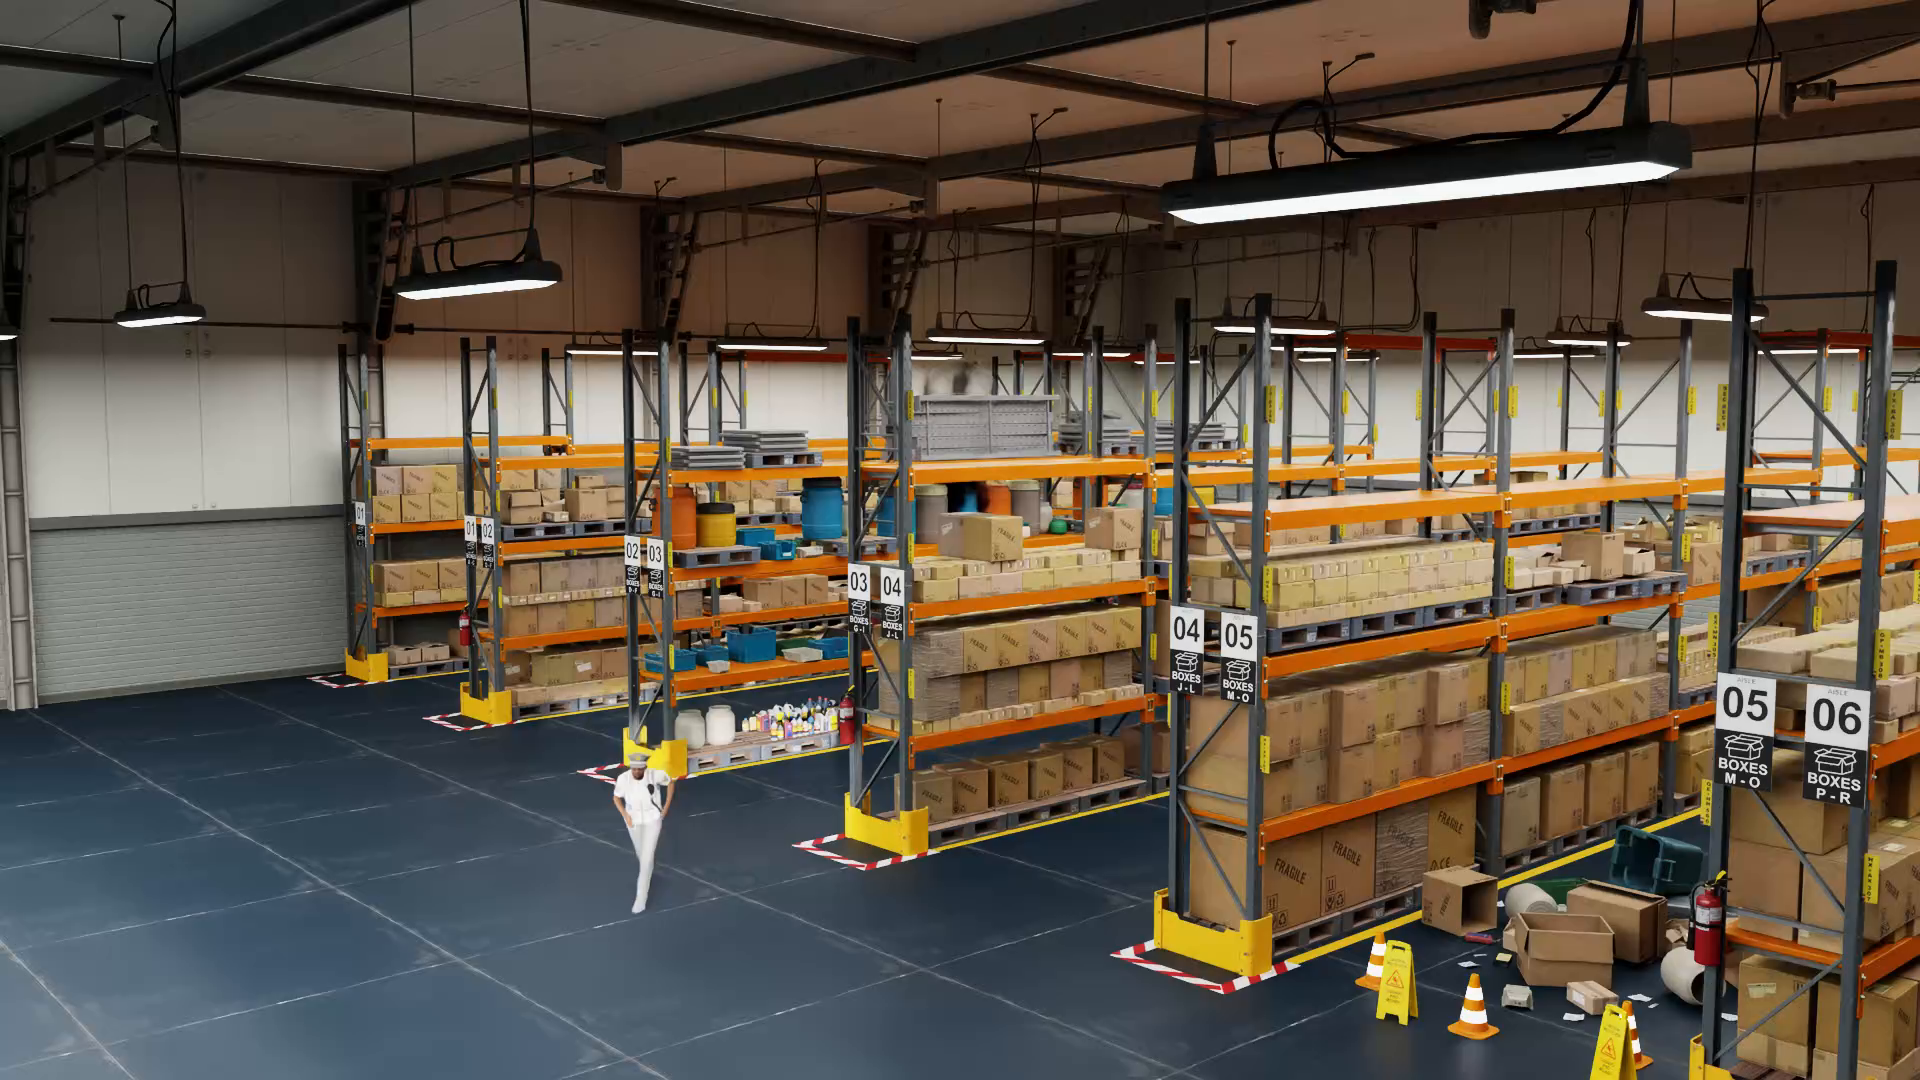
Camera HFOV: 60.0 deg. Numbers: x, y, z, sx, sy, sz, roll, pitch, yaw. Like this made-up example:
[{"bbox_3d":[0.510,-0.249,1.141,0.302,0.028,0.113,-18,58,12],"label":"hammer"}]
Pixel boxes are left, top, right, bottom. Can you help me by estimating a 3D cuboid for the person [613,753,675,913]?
[{"bbox_3d":[-3.200,2.862,16.909,0.610,1.586,0.981,-1,5,-7],"label":"person"}]
